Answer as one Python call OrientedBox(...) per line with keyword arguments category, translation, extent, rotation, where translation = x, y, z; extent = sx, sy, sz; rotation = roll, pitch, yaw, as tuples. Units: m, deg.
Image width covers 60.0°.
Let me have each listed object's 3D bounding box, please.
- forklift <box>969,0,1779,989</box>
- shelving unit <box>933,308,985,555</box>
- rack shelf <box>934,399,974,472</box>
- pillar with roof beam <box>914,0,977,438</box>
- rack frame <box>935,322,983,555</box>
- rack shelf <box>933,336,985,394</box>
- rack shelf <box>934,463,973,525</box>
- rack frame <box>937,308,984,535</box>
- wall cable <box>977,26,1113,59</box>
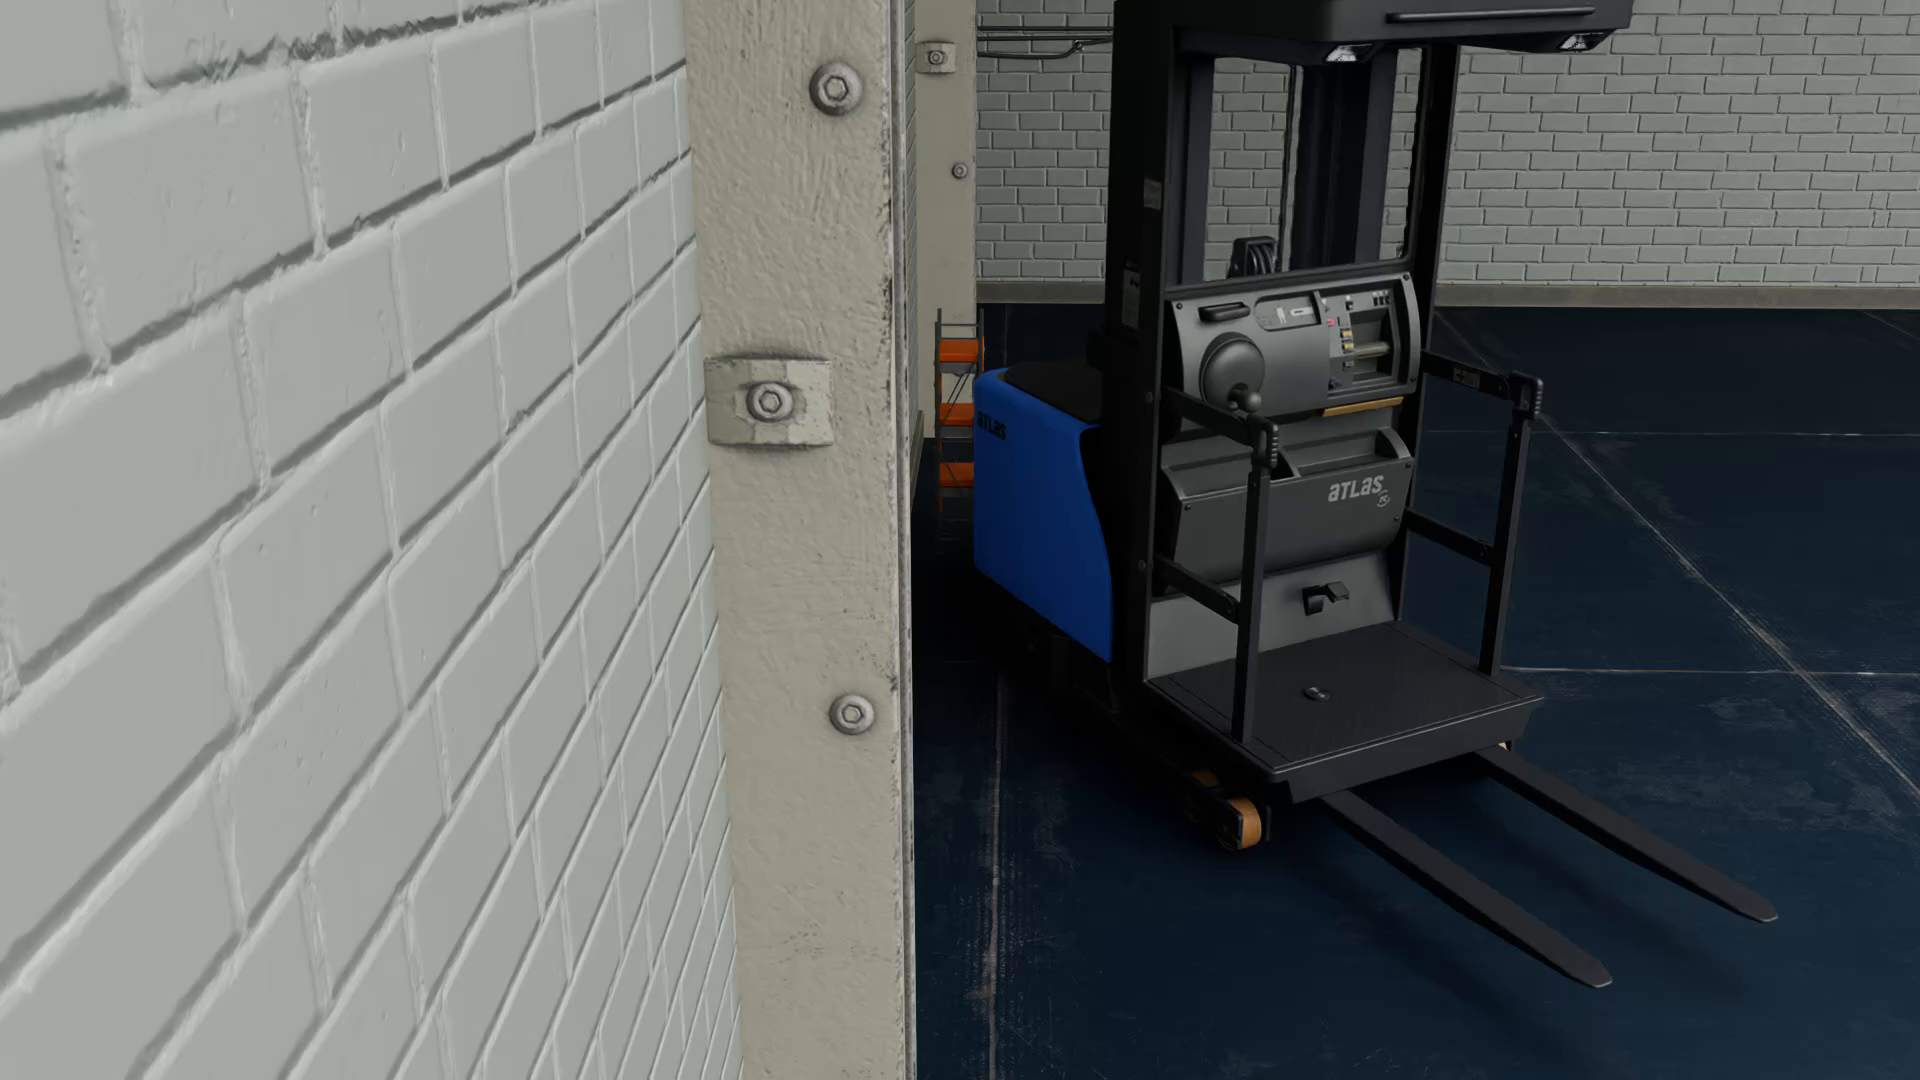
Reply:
OrientedBox(category="forklift", translation=(1.160, -0.601, 5.025), extent=(1.130, 2.935, 3.031), rotation=(-11, 24, -25))
OrientedBox(category="shelving unit", translation=(-0.002, -0.470, 7.289), extent=(0.215, 1.050, 0.252), rotation=(1, 21, 2))
OrientedBox(category="rack shelf", translation=(-0.002, -0.460, 7.293), extent=(0.215, 0.259, 0.240), rotation=(1, 21, 2))
OrientedBox(category="pillar with roof beam", translation=(4.231, -4.771, 7.384), extent=(9.100, 9.000, 0.400), rotation=(1, 21, 2))
OrientedBox(category="rack frame", translation=(-0.005, -0.426, 7.175), extent=(0.200, 1.050, 0.008), rotation=(1, 21, 2))
OrientedBox(category="rack shelf", translation=(-0.002, -0.725, 7.190), extent=(0.215, 0.259, 0.240), rotation=(1, 21, 2))
OrientedBox(category="rack shelf", translation=(-0.002, -0.201, 7.394), extent=(0.215, 0.259, 0.240), rotation=(1, 21, 2))
OrientedBox(category="rack frame", translation=(0.002, -0.514, 7.403), extent=(0.200, 1.050, 0.008), rotation=(1, 21, 2))
OrientedBox(category="wall cable", translation=(1.339, -4.421, 10.776), extent=(3.097, 2.526, 0.112), rotation=(1, 21, 2))
